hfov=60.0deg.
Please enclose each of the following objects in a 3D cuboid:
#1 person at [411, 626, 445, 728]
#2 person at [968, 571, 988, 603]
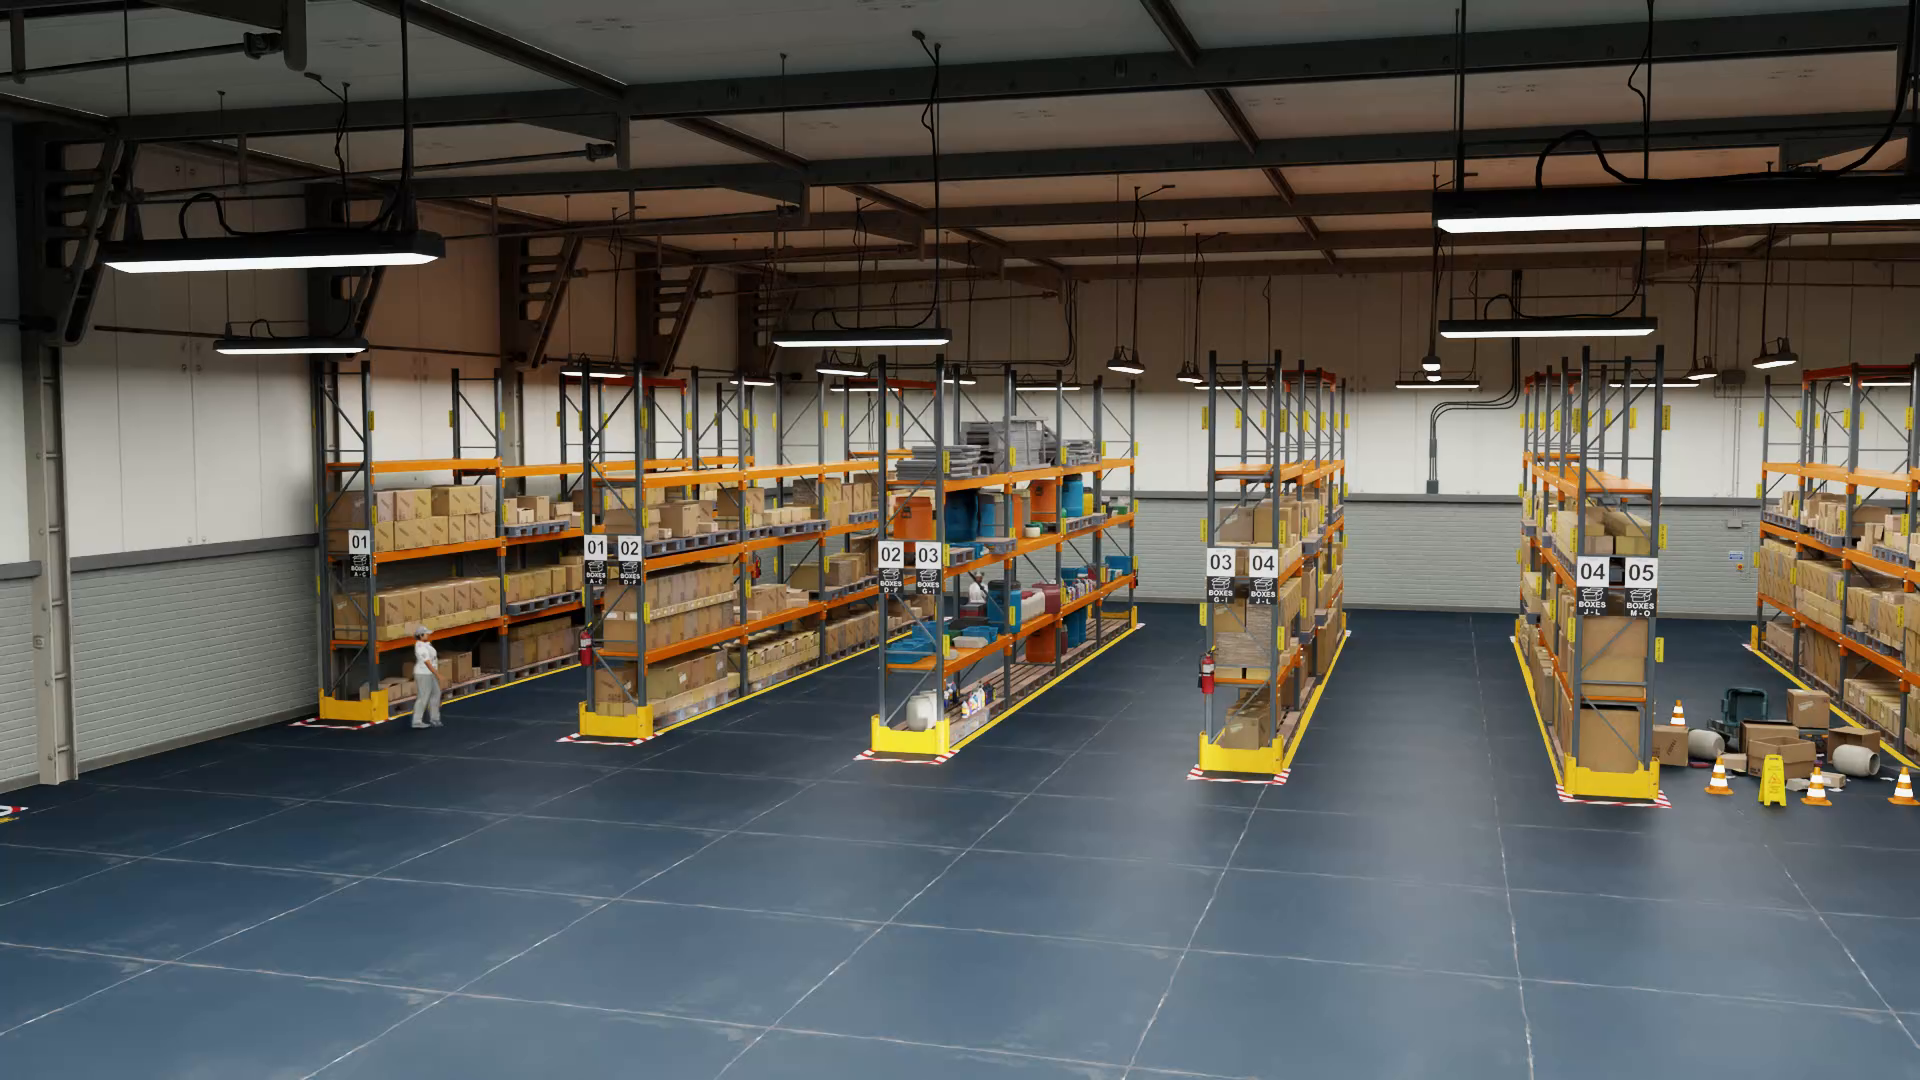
[{"bbox_3d":[-8.700,2.269,27.172,0.570,1.717,0.567,-2,5,-25],"label":"person"},{"bbox_3d":[0.424,1.511,37.083,0.456,1.660,0.665,1,4,15],"label":"person"}]
